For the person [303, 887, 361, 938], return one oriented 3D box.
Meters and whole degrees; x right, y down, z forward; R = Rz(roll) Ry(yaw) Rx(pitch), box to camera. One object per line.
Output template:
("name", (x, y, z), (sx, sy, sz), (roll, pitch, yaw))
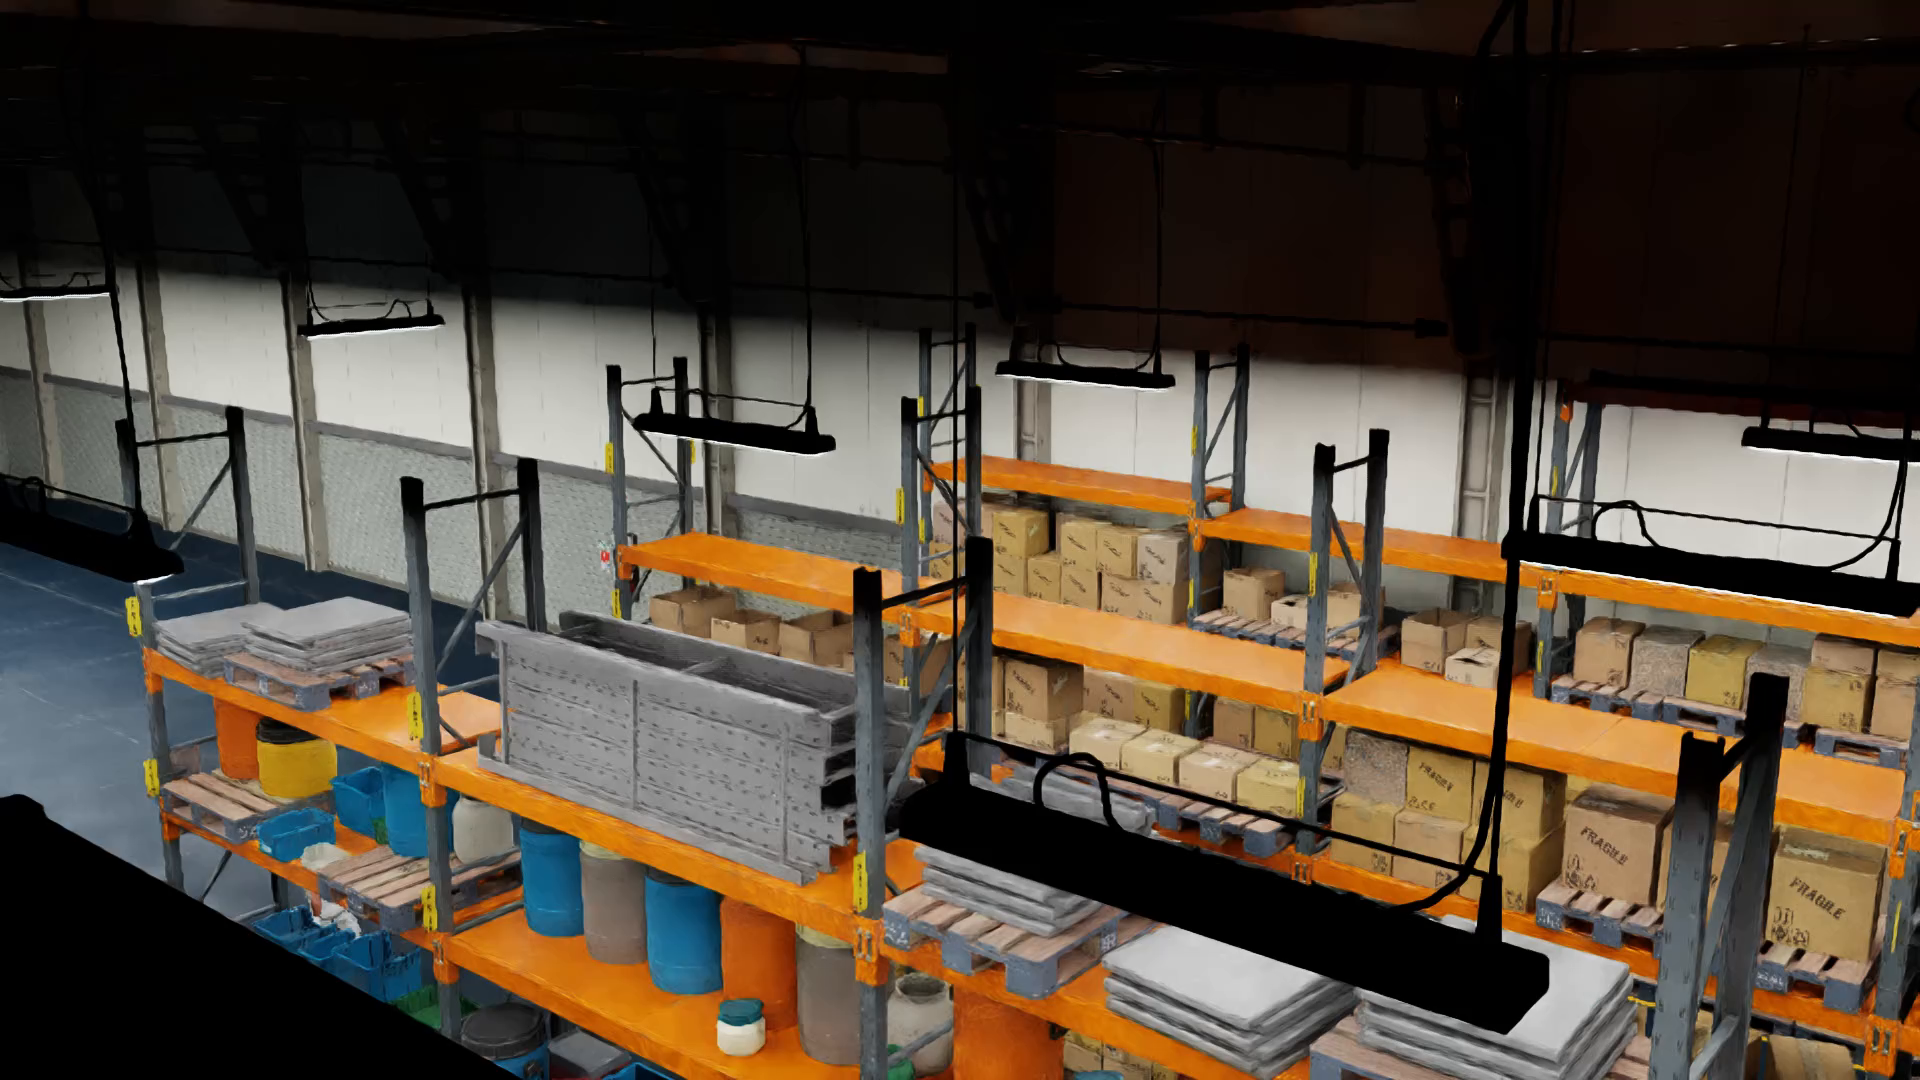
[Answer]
("person", (-6.169, 3.631, 16.230), (0.842, 1.720, 0.675), (5, 14, 22))
